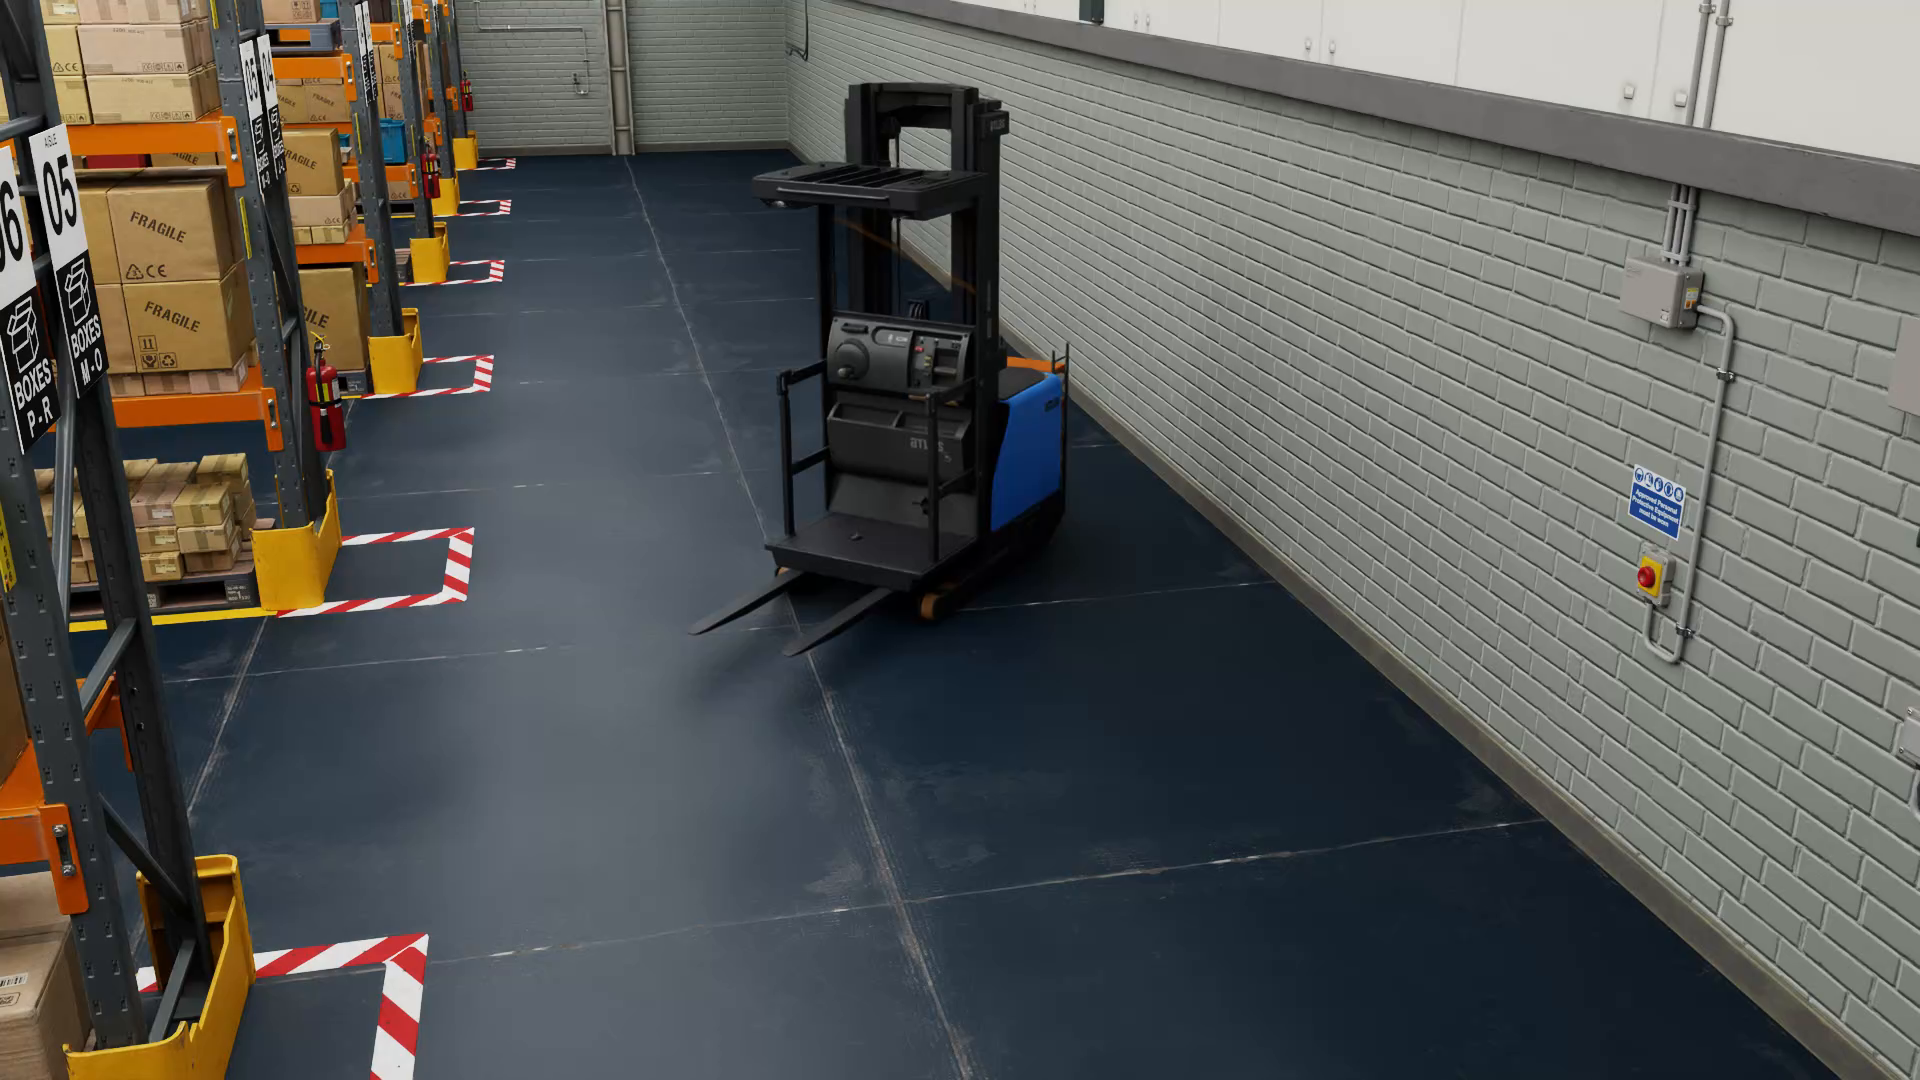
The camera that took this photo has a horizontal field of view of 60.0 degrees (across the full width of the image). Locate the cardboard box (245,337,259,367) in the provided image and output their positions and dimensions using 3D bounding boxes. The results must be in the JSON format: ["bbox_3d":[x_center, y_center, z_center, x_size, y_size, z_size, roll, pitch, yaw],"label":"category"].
[{"bbox_3d":[-4.398,-1.165,10.119,0.250,0.149,0.380,-5,21,-13],"label":"cardboard box"}]

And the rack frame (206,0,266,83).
[{"bbox_3d":[-4.007,-4.016,8.814,0.127,3.000,1.000,-5,21,-12],"label":"rack frame"}]

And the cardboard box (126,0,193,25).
[{"bbox_3d":[-4.263,-2.834,8.861,0.250,0.149,0.380,-5,21,-13],"label":"cardboard box"}]

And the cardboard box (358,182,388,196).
[{"bbox_3d":[-8.407,-5.111,23.884,0.500,0.250,0.500,-5,21,-12],"label":"cardboard box"}]

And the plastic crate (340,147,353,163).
[{"bbox_3d":[-6.942,-4.304,18.619,0.243,0.136,0.396,-5,21,-12],"label":"plastic crate"}]

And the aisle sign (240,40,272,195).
[{"bbox_3d":[-3.867,-2.325,9.140,0.004,0.787,0.394,-5,21,-12],"label":"aisle sign"}]

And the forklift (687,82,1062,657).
[{"bbox_3d":[-0.464,-1.076,9.612,1.130,2.935,3.031,10,23,26],"label":"forklift"}]

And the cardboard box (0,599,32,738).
[{"bbox_3d":[-3.303,0.345,5.486,0.500,0.500,0.500,-5,21,-13],"label":"cardboard box"}]

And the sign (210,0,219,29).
[{"bbox_3d":[-3.899,-2.836,8.666,0.005,0.325,0.100,-5,21,-12],"label":"sign"}]

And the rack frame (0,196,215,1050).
[{"bbox_3d":[-2.770,0.450,5.344,0.127,3.000,1.000,-5,21,-12],"label":"rack frame"}]

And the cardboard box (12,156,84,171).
[{"bbox_3d":[-7.432,-3.003,13.467,0.500,0.500,0.500,-5,21,-14],"label":"cardboard box"}]

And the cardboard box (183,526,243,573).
[{"bbox_3d":[-4.471,0.054,9.960,0.250,0.149,0.380,-4,21,-12],"label":"cardboard box"}]

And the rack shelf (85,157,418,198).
[{"bbox_3d":[-8.136,-4.029,18.618,4.000,0.370,1.077,-5,21,-12],"label":"rack shelf"}]

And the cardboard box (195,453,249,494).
[{"bbox_3d":[-4.595,-0.409,10.359,0.250,0.149,0.380,-6,21,-15],"label":"cardboard box"}]

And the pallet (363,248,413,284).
[{"bbox_3d":[-7.001,-3.163,19.263,1.213,0.211,1.003,-5,21,-12],"label":"pallet"}]

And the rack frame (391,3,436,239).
[{"bbox_3d":[-6.190,-4.525,18.926,0.127,3.000,1.000,-5,21,-12],"label":"rack frame"}]

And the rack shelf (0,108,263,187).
[{"bbox_3d":[-5.953,-2.111,9.022,4.000,0.370,1.077,-5,21,-12],"label":"rack shelf"}]

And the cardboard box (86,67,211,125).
[{"bbox_3d":[-4.389,-2.412,9.016,0.500,0.250,0.500,-5,21,-14],"label":"cardboard box"}]

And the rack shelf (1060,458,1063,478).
[{"bbox_3d":[0.445,-0.496,11.315,0.480,0.148,0.258,10,22,26],"label":"rack shelf"}]

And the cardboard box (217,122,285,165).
[{"bbox_3d":[-6.066,-3.301,14.281,0.500,0.500,0.500,-5,21,-14],"label":"cardboard box"}]

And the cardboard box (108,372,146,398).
[{"bbox_3d":[-4.751,-0.928,9.473,0.250,0.149,0.380,-5,21,-13],"label":"cardboard box"}]

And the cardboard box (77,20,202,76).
[{"bbox_3d":[-4.397,-2.650,8.938,0.500,0.250,0.500,-5,21,-14],"label":"cardboard box"}]

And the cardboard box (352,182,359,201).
[{"bbox_3d":[-8.730,-4.908,23.330,0.500,0.250,0.500,-5,21,-12],"label":"cardboard box"}]

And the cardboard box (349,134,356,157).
[{"bbox_3d":[-10.104,-6.696,27.877,0.500,0.500,0.700,-5,21,-14],"label":"cardboard box"}]

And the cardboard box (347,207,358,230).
[{"bbox_3d":[-5.471,-2.831,14.668,0.250,0.149,0.380,-4,21,-12],"label":"cardboard box"}]

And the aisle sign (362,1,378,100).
[{"bbox_3d":[-5.049,-4.194,14.243,0.004,0.787,0.394,-5,21,-12],"label":"aisle sign"}]

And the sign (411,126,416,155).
[{"bbox_3d":[-6.047,-4.419,18.399,0.005,0.325,0.100,-5,21,-12],"label":"sign"}]

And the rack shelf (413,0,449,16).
[{"bbox_3d":[-10.416,-8.753,27.155,4.000,0.370,1.077,-5,21,-12],"label":"rack shelf"}]

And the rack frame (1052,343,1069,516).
[{"bbox_3d":[0.660,-0.706,11.117,0.015,1.200,0.240,10,22,26],"label":"rack frame"}]

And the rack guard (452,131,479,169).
[{"bbox_3d":[-8.446,-6.669,28.414,0.348,0.500,1.175,-5,21,-12],"label":"rack guard"}]

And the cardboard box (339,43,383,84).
[{"bbox_3d":[-8.187,-6.532,22.807,0.500,0.500,0.500,-4,21,-11],"label":"cardboard box"}]

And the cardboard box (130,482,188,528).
[{"bbox_3d":[-4.722,-0.209,9.814,0.250,0.149,0.380,-4,21,-11],"label":"cardboard box"}]

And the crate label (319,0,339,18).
[{"bbox_3d":[-7.162,-5.899,18.532,0.502,0.251,0.408,-5,21,-12],"label":"crate label"}]

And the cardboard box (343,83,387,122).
[{"bbox_3d":[-8.203,-6.061,22.975,0.500,0.500,0.500,-4,21,-12],"label":"cardboard box"}]

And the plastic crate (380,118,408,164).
[{"bbox_3d":[-6.473,-4.481,18.667,0.499,0.435,0.616,-5,21,-12],"label":"plastic crate"}]

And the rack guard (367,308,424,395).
[{"bbox_3d":[-5.027,-1.695,14.835,0.348,0.500,1.175,-5,21,-12],"label":"rack guard"}]

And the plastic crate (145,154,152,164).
[{"bbox_3d":[-9.055,-4.286,18.586,0.590,0.125,0.437,-5,21,-12],"label":"plastic crate"}]

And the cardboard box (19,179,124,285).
[{"bbox_3d":[-4.888,-1.695,9.170,0.500,0.500,0.500,-5,21,-14],"label":"cardboard box"}]

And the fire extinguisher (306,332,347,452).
[{"bbox_3d":[-3.656,-0.853,9.556,0.183,0.674,0.296,-5,21,-12],"label":"fire extinguisher"}]

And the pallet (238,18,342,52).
[{"bbox_3d":[-5.770,-4.172,13.730,1.213,0.211,1.003,-5,21,-12],"label":"pallet"}]

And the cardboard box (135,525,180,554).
[{"bbox_3d":[-4.722,-0.057,9.831,0.250,0.149,0.380,-5,21,-14],"label":"cardboard box"}]

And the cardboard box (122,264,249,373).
[{"bbox_3d":[-4.385,-1.264,9.445,0.500,0.500,0.500,-4,21,-11],"label":"cardboard box"}]

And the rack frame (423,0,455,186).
[{"bbox_3d":[-7.326,-6.183,23.453,0.127,3.000,1.000,-5,21,-12],"label":"rack frame"}]

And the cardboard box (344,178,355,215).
[{"bbox_3d":[-5.579,-2.989,14.518,0.500,0.250,0.500,-5,21,-14],"label":"cardboard box"}]

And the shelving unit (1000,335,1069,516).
[{"bbox_3d":[0.445,-0.746,11.225,0.503,1.200,0.258,10,22,26],"label":"shelving unit"}]

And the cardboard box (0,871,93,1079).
[{"bbox_3d":[-3.389,1.542,5.479,0.875,0.438,0.875,-5,21,-14],"label":"cardboard box"}]

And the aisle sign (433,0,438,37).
[{"bbox_3d":[-7.189,-7.307,22.741,0.004,0.787,0.394,-5,21,-12],"label":"aisle sign"}]

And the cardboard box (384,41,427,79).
[{"bbox_3d":[-7.818,-6.753,23.409,0.500,0.500,0.500,-4,20,-11],"label":"cardboard box"}]

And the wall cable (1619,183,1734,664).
[{"bbox_3d":[2.712,-0.496,6.404,0.123,1.953,0.585,-5,21,-12],"label":"wall cable"}]

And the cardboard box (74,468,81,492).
[{"bbox_3d":[-5.333,-0.322,10.123,0.250,0.149,0.380,-6,21,-15],"label":"cardboard box"}]

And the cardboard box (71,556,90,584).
[{"bbox_3d":[-5.213,0.124,9.768,0.250,0.149,0.380,-4,21,-12],"label":"cardboard box"}]

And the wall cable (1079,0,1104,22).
[{"bbox_3d":[1.246,-6.488,10.887,0.120,5.999,2.277,-5,21,-12],"label":"wall cable"}]

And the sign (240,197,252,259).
[{"bbox_3d":[-3.899,-1.703,9.081,0.005,0.325,0.100,-5,21,-12],"label":"sign"}]

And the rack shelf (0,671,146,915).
[{"bbox_3d":[-4.716,0.946,5.036,4.000,0.370,1.077,-5,21,-12],"label":"rack shelf"}]

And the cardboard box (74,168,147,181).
[{"bbox_3d":[-4.995,-1.866,9.636,0.500,0.500,0.500,-4,21,-11],"label":"cardboard box"}]
